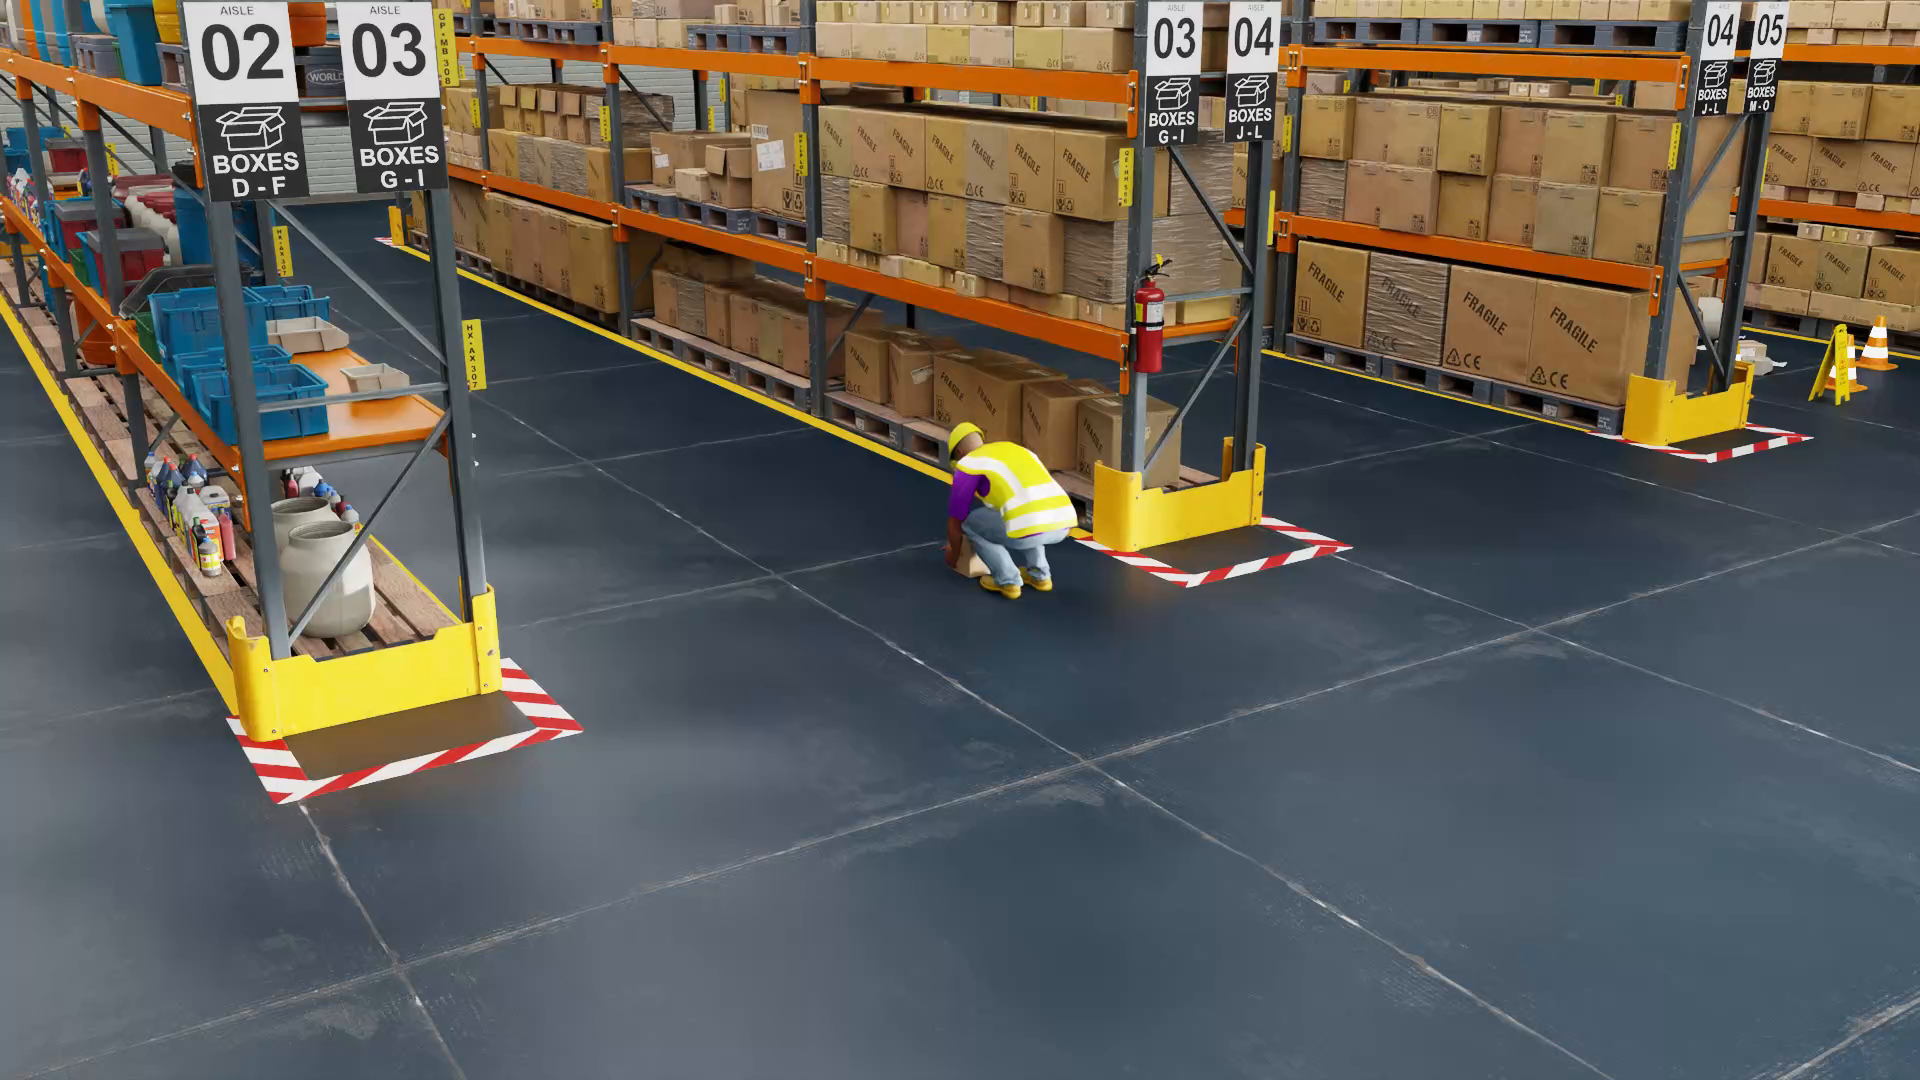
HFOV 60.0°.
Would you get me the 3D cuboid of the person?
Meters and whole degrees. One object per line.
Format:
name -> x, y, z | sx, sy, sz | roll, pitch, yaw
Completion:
person -> 0.241, -0.166, 9.452 | 0.560, 0.896, 0.893 | -11, 21, -31
